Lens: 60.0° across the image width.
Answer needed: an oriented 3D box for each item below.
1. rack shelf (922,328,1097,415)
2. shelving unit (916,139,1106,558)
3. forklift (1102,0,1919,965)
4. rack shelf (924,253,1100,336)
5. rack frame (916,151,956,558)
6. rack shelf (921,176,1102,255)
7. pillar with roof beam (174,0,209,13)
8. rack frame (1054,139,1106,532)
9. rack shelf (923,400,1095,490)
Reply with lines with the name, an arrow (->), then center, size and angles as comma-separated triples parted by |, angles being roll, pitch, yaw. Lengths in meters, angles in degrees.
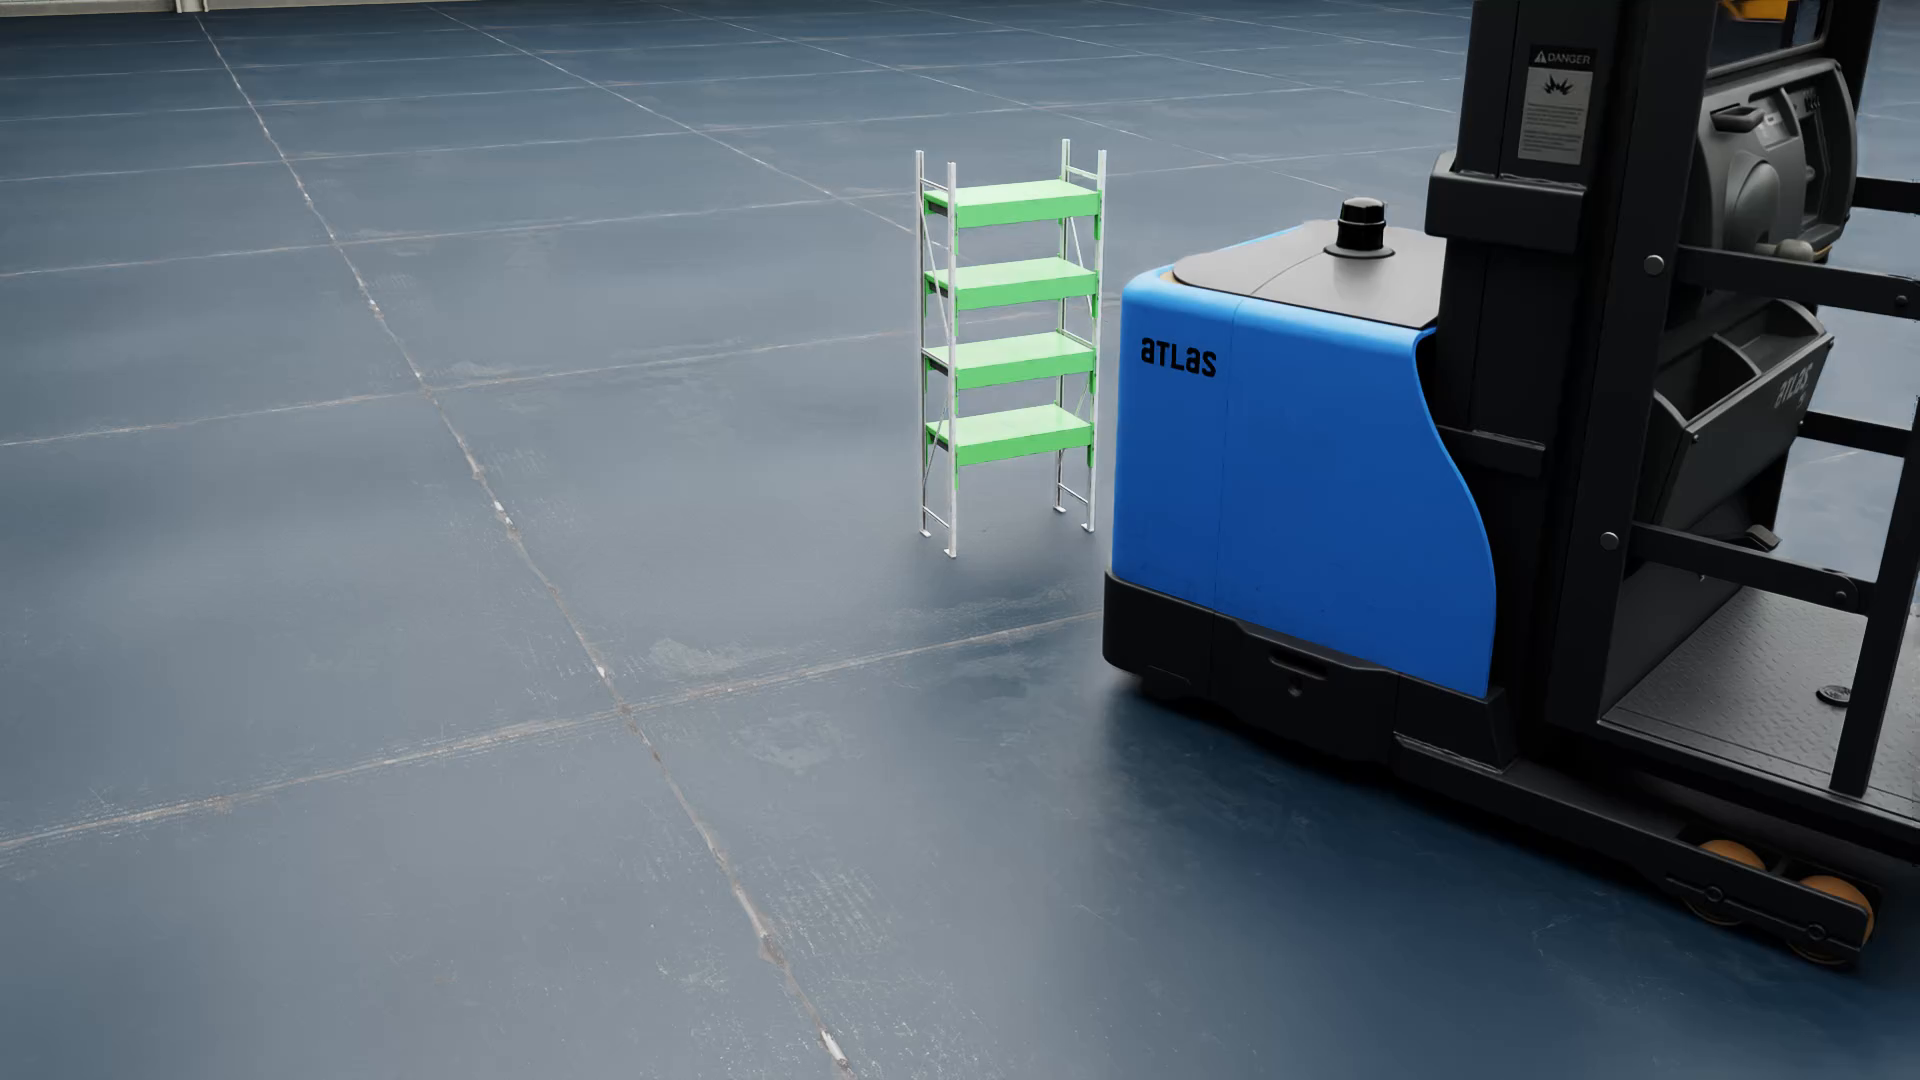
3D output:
rack shelf -> 0.149, -0.523, 5.111 | 0.480, 0.148, 0.258 | -10, 25, -24
shelving unit -> 0.149, -0.582, 5.087 | 0.503, 1.200, 0.258 | -10, 25, -24
forklift -> 1.812, -0.754, 3.239 | 3.031, 2.935, 1.130 | 19, 29, 38
rack shelf -> 0.149, -0.745, 5.019 | 0.480, 0.148, 0.258 | -10, 25, -24
rack frame -> -0.071, -0.541, 4.989 | 0.015, 1.200, 0.240 | -10, 25, -24
rack shelf -> 0.149, -0.966, 4.928 | 0.480, 0.148, 0.258 | -10, 25, -24
pillar with roof beam -> -8.596, -9.886, 17.366 | 0.400, 9.000, 9.100 | -10, 25, -24
rack frame -> 0.369, -0.622, 5.185 | 0.015, 1.200, 0.240 | -10, 25, -24
rack shelf -> 0.149, -0.301, 5.203 | 0.480, 0.148, 0.258 | -10, 25, -24
